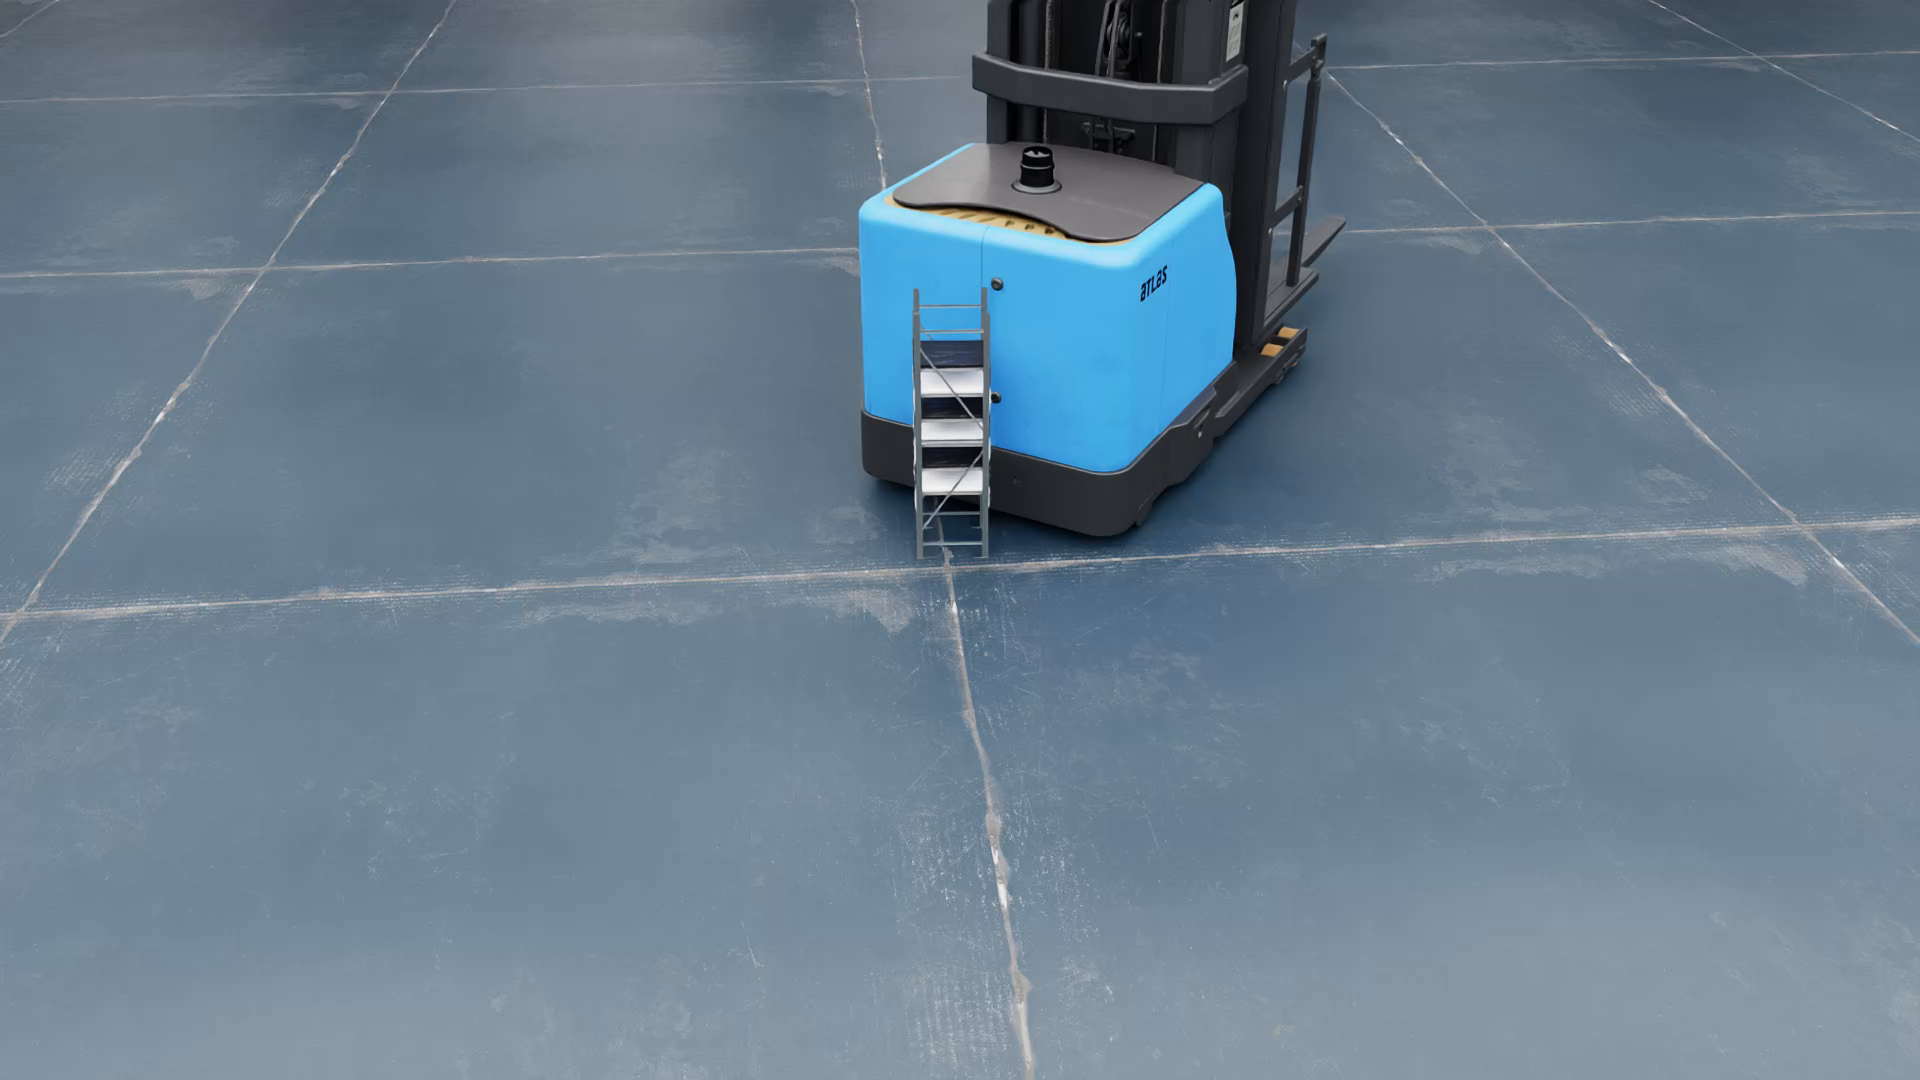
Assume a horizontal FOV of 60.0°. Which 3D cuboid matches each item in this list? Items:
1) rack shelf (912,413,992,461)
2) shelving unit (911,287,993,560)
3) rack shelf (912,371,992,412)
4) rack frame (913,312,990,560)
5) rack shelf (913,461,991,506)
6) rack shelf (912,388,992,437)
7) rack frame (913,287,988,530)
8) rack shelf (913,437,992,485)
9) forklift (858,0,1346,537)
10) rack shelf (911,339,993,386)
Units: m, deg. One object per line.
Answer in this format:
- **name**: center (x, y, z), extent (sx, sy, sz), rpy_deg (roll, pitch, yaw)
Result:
- **rack shelf**: center (-0.028, -0.345, 5.515), extent (0.258, 0.077, 0.200), rpy_deg (-1, 31, -1)
- **shelving unit**: center (-0.028, -0.373, 5.497), extent (0.258, 0.900, 0.210), rpy_deg (-1, 31, -1)
- **rack shelf**: center (-0.028, -0.499, 5.422), extent (0.258, 0.077, 0.200), rpy_deg (-1, 31, -1)
- **rack frame**: center (-0.025, -0.321, 5.410), extent (0.240, 0.900, 0.006), rpy_deg (-1, 31, -1)
- **rack shelf**: center (-0.028, -0.190, 5.607), extent (0.258, 0.077, 0.200), rpy_deg (-1, 31, -1)
- **rack shelf**: center (-0.028, -0.422, 5.468), extent (0.258, 0.077, 0.200), rpy_deg (-1, 31, -1)
- **rack frame**: center (-0.031, -0.425, 5.585), extent (0.240, 0.900, 0.006), rpy_deg (-1, 31, -1)
- **rack shelf**: center (-0.028, -0.267, 5.561), extent (0.258, 0.077, 0.200), rpy_deg (-1, 31, -1)
- **forklift**: center (0.799, -1.997, 6.235), extent (1.130, 2.935, 3.031), rpy_deg (16, 34, 25)
- **rack shelf**: center (-0.028, -0.577, 5.376), extent (0.258, 0.077, 0.200), rpy_deg (-1, 31, -1)
